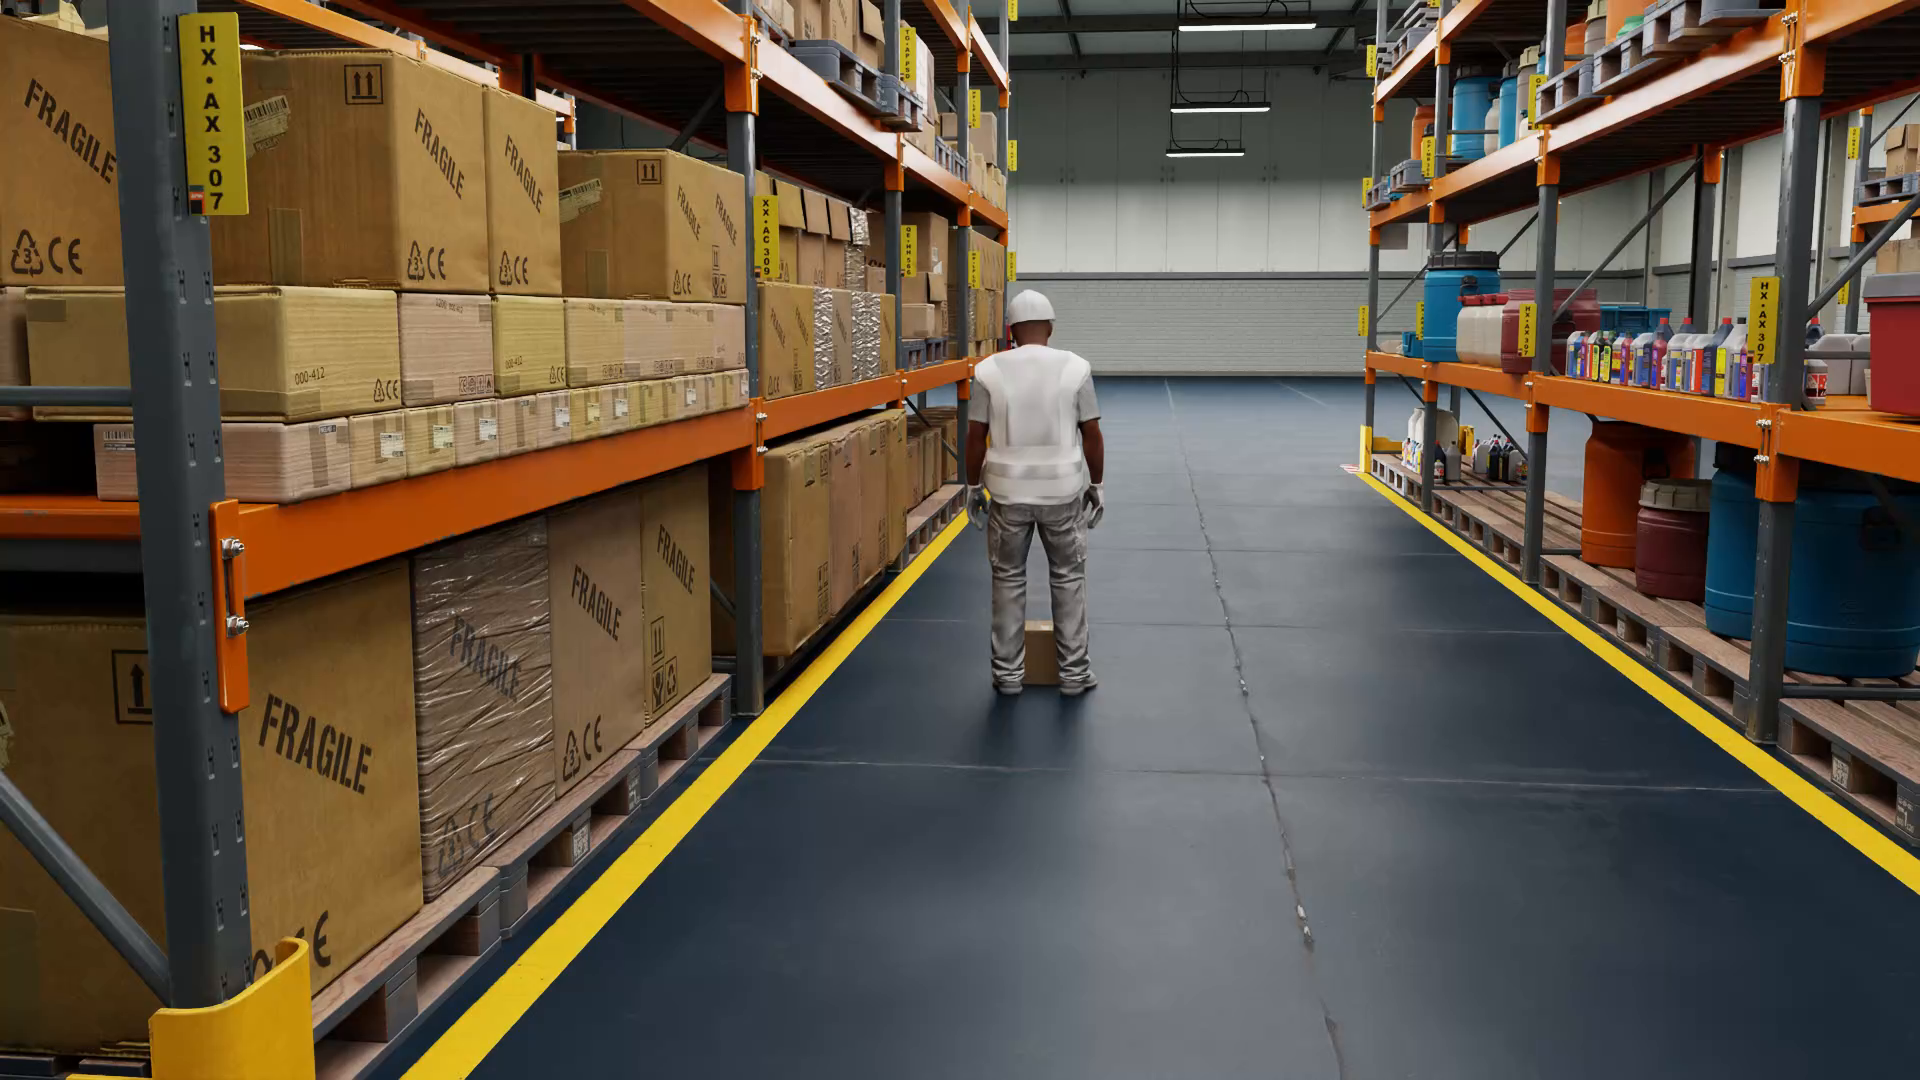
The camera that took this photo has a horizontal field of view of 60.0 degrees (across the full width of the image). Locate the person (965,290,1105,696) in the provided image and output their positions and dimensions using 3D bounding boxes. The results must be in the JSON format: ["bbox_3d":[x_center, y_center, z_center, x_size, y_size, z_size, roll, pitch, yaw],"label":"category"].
[{"bbox_3d":[0.331,-0.207,7.325,0.615,1.772,0.452,0,8,4],"label":"person"}]
